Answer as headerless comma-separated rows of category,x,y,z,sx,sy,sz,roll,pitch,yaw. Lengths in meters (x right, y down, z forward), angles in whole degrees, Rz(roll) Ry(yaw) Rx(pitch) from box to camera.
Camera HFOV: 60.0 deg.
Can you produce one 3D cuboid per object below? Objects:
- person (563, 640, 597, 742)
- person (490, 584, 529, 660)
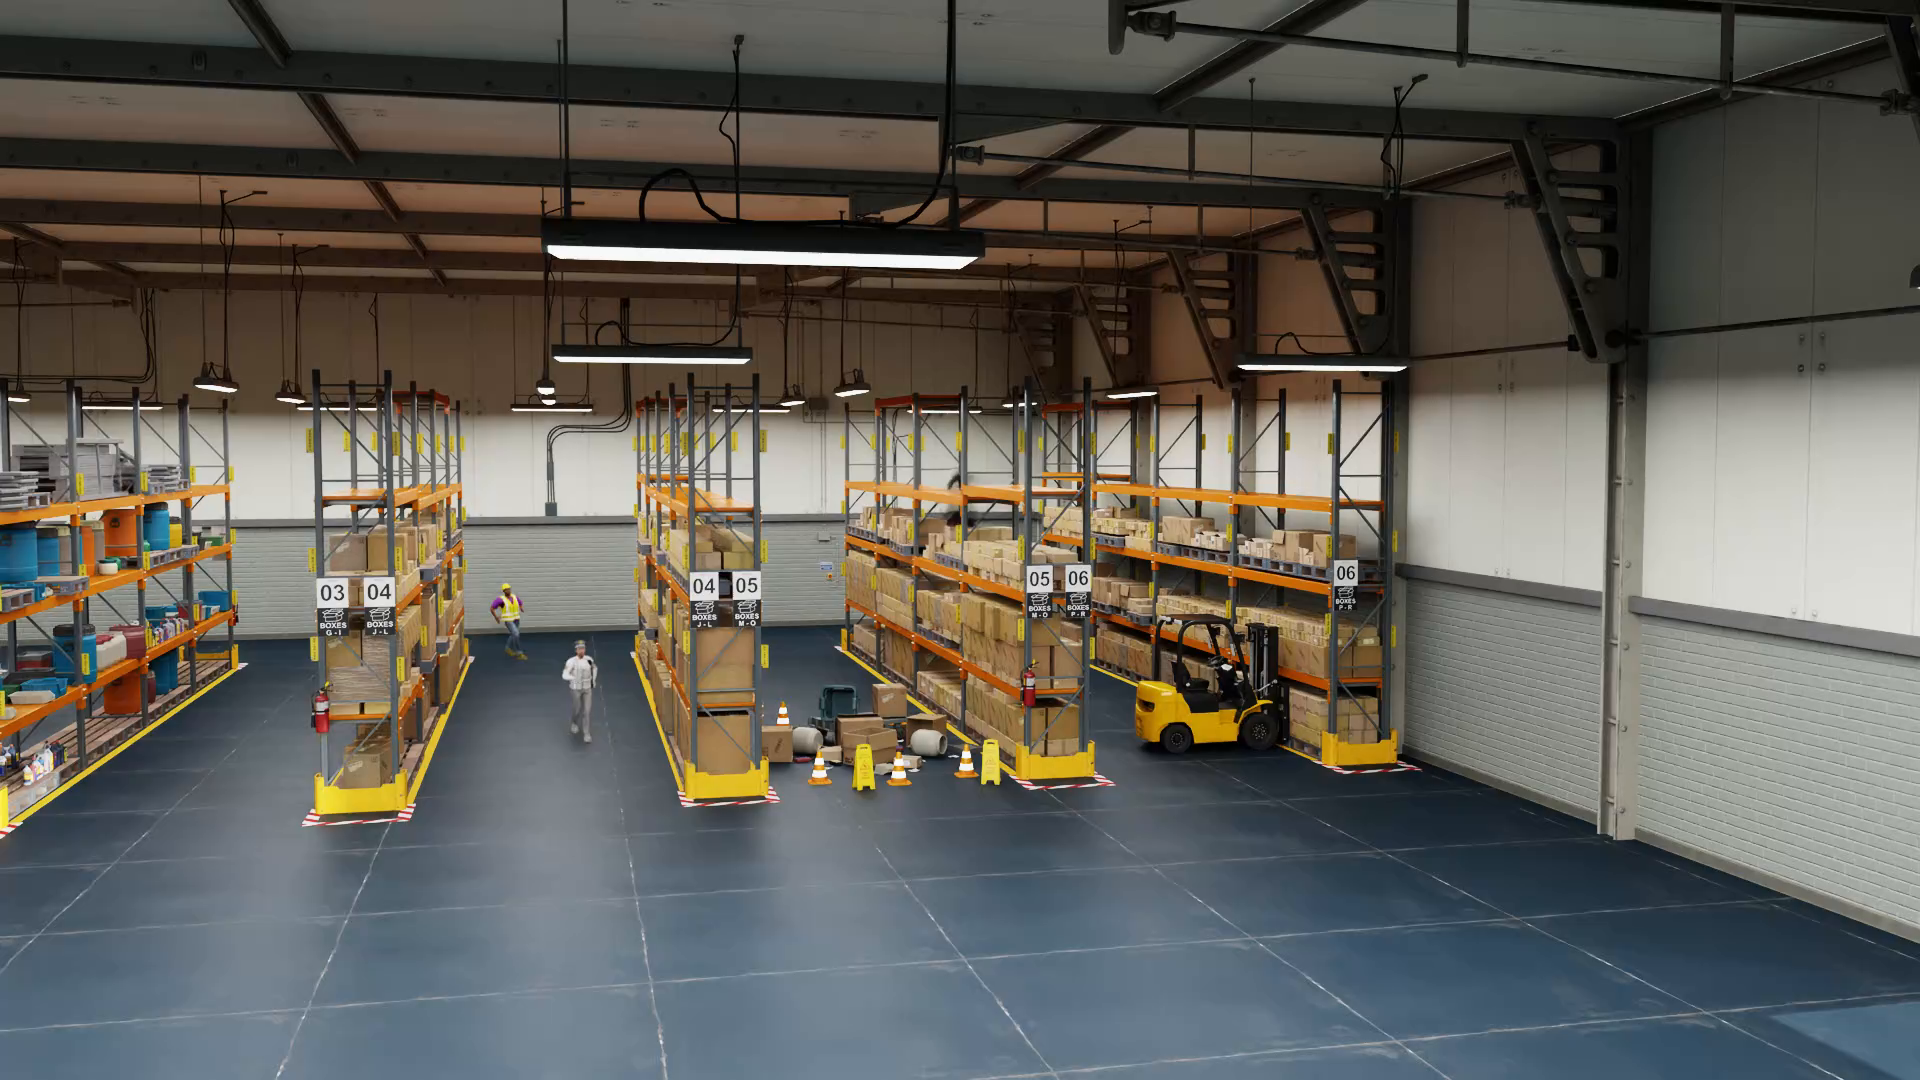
person,-6.360,2.509,27.948,0.617,1.667,0.958,-2,4,-25
person,-10.418,1.889,38.614,0.873,1.767,0.766,2,4,37
